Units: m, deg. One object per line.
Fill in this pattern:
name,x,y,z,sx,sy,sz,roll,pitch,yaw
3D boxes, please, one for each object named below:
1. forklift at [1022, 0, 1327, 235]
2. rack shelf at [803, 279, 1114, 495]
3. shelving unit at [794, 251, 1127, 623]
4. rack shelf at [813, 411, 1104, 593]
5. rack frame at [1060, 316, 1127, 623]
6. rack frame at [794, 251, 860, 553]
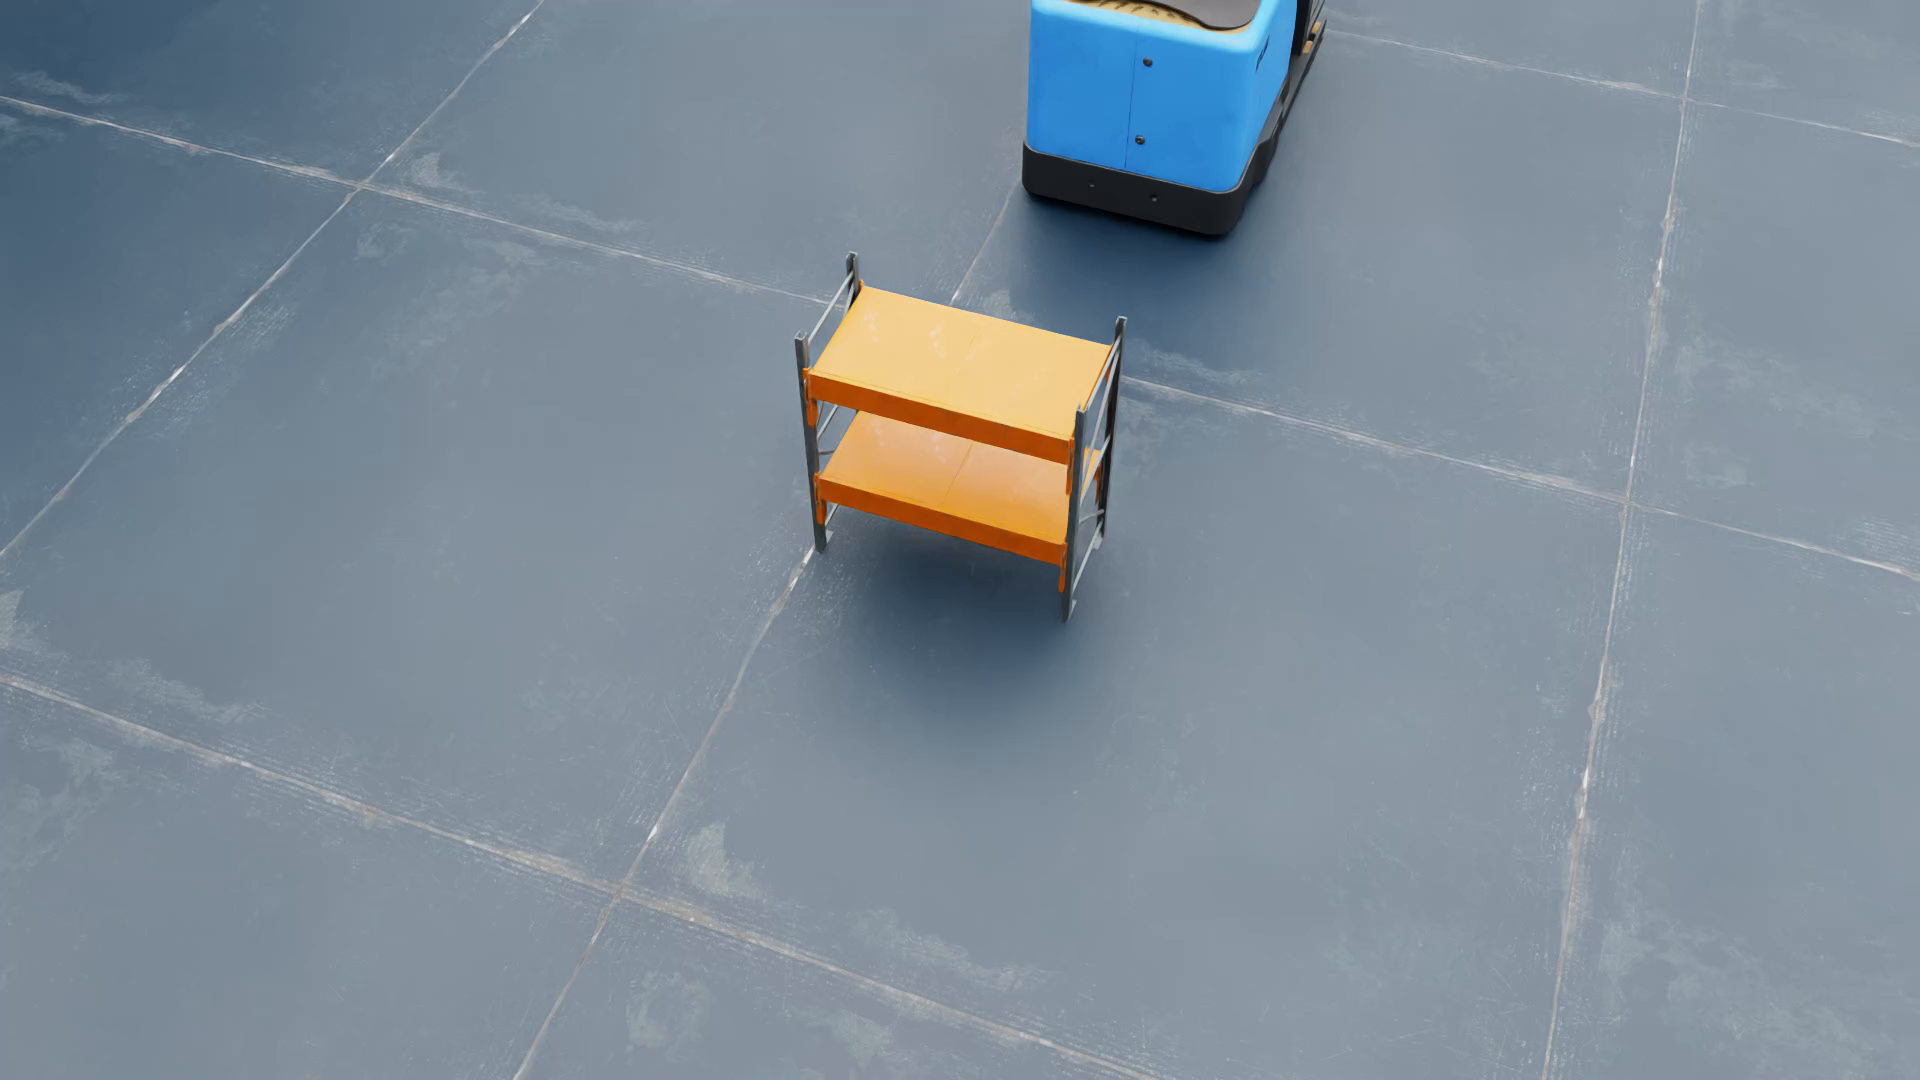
forklift,1.300,-3.522,7.729,1.130,2.935,3.031,16,51,14
rack shelf,0.006,-0.558,5.969,1.000,0.278,0.538,16,51,13
shelving unit,0.006,-0.367,6.190,1.048,1.125,0.538,16,51,13
rack shelf,0.006,-0.206,6.375,1.000,0.278,0.538,16,51,13
rack frame,0.483,-0.234,6.075,0.032,1.125,0.500,16,51,13
rack frame,-0.471,-0.500,6.305,0.032,1.125,0.500,16,51,13
